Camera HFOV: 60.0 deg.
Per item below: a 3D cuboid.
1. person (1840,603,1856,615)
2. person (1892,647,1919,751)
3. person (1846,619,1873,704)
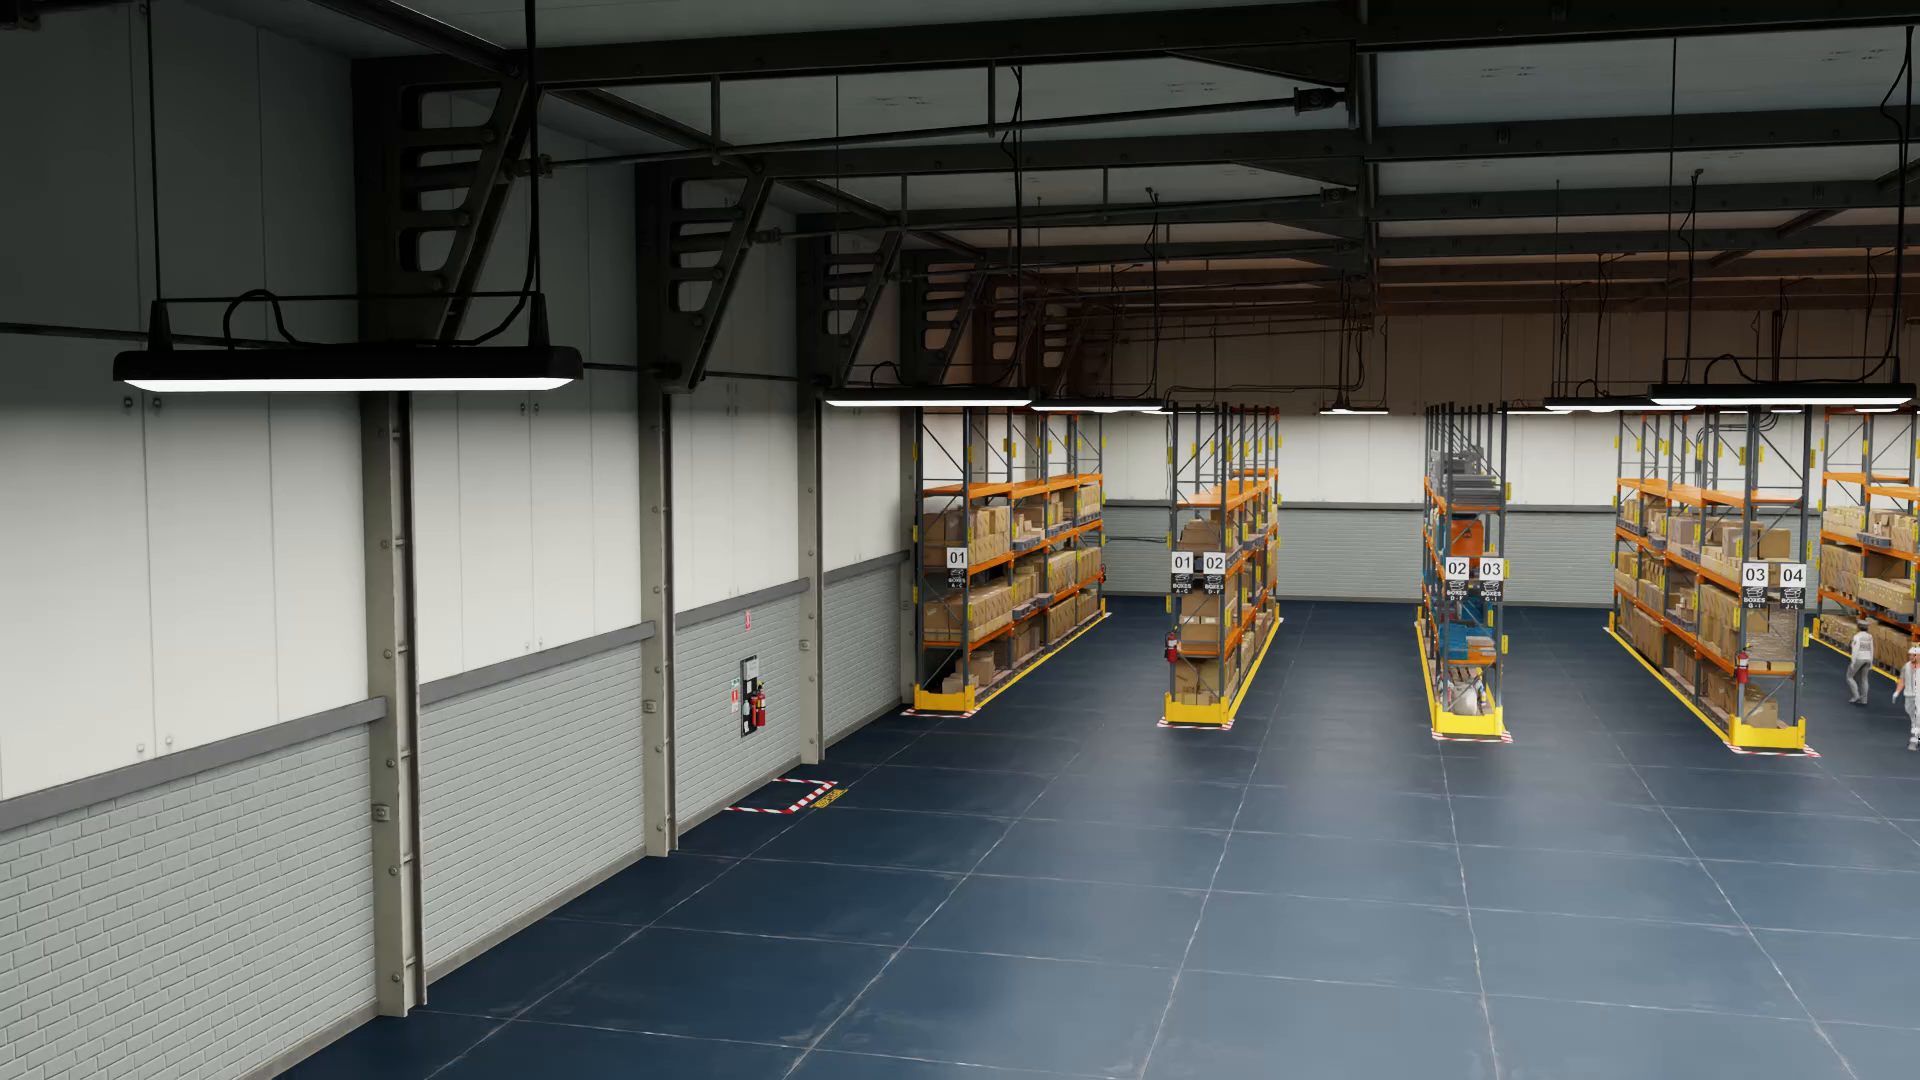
[{"bbox_3d":[25.018,1.458,46.609,0.465,1.699,0.509,-1,4,-11],"label":"person"},{"bbox_3d":[16.511,2.705,28.753,1.048,1.732,0.629,-4,6,-41],"label":"person"},{"bbox_3d":[18.011,2.436,33.243,0.521,1.697,0.370,-1,4,-14],"label":"person"}]
